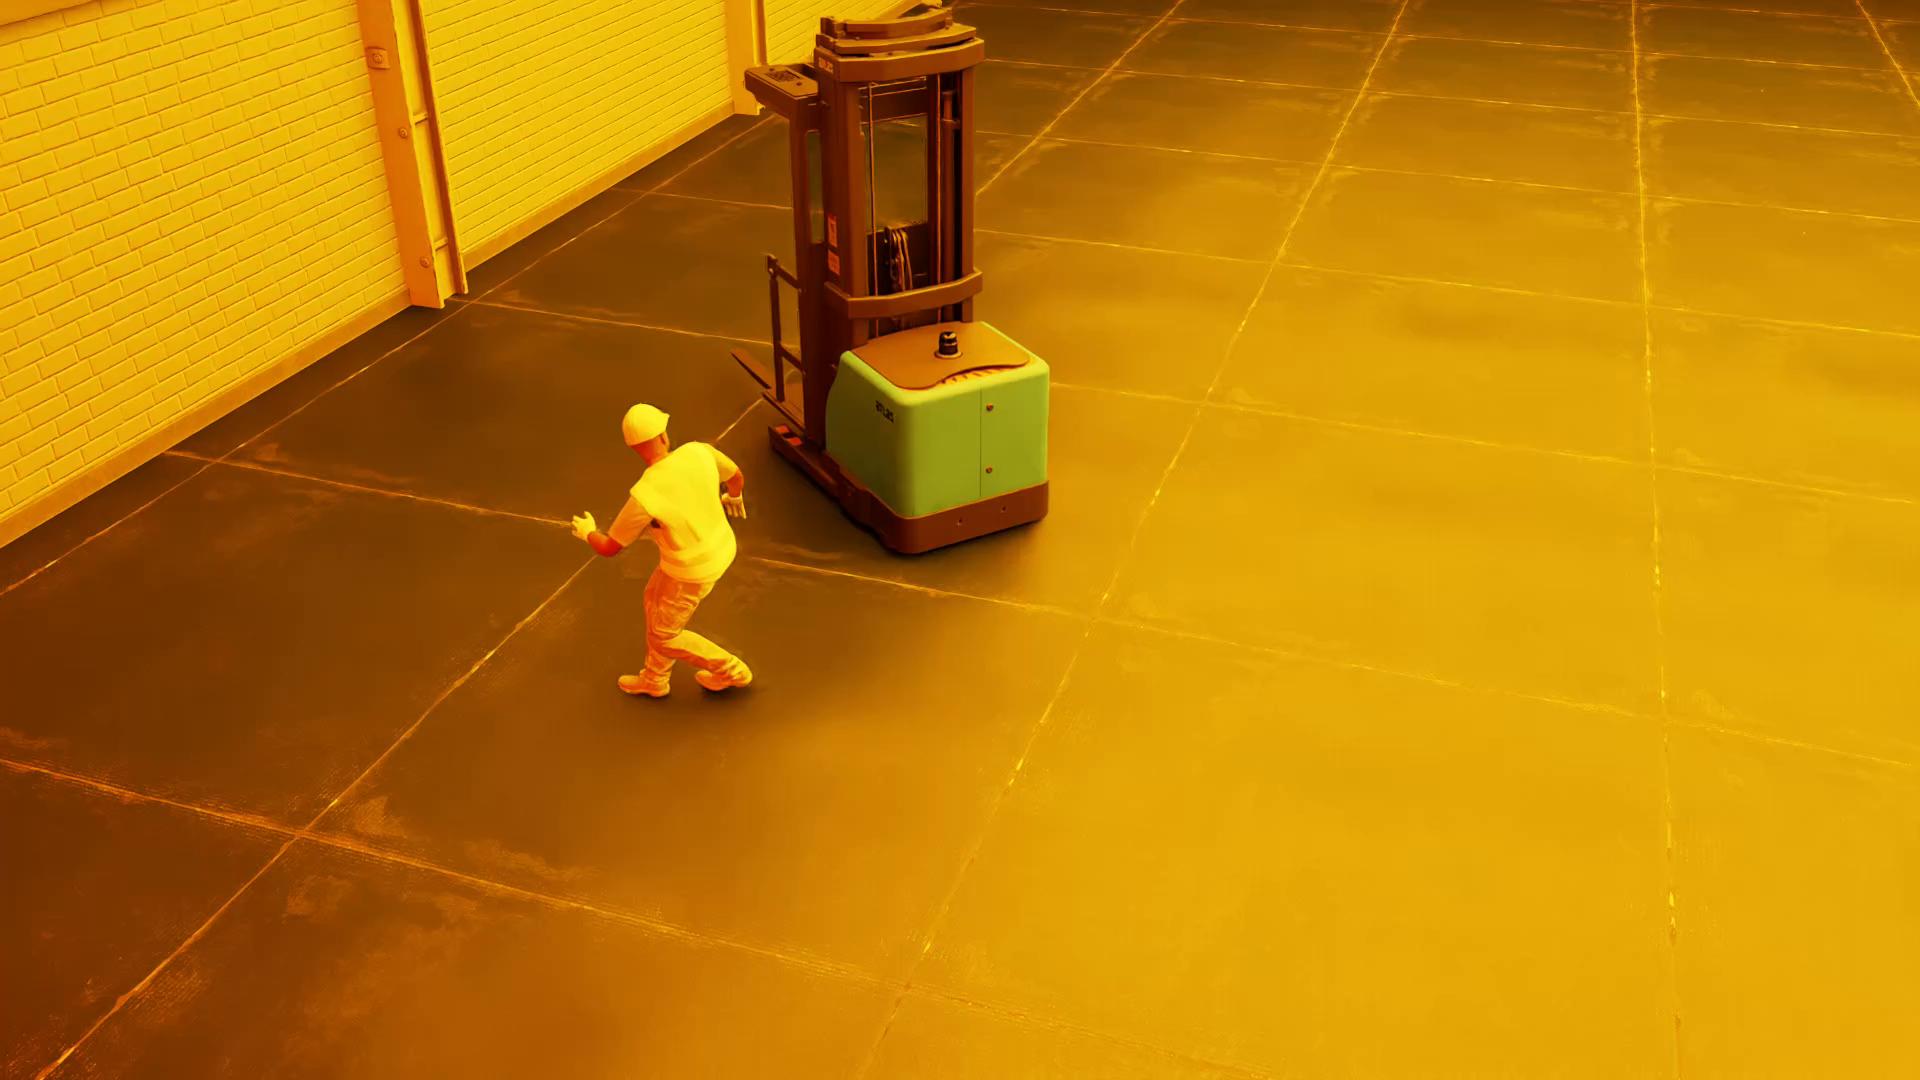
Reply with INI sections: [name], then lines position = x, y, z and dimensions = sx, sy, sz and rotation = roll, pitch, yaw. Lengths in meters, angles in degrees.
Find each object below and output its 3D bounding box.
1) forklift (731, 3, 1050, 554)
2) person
[forklift]
position = -0.623, -1.889, 10.450
dimensions = 1.130, 2.935, 3.031
rotation = -16, 33, -25
[person]
position = -1.476, 0.022, 8.416
dimensions = 0.863, 1.642, 0.905
rotation = 9, 31, 16
